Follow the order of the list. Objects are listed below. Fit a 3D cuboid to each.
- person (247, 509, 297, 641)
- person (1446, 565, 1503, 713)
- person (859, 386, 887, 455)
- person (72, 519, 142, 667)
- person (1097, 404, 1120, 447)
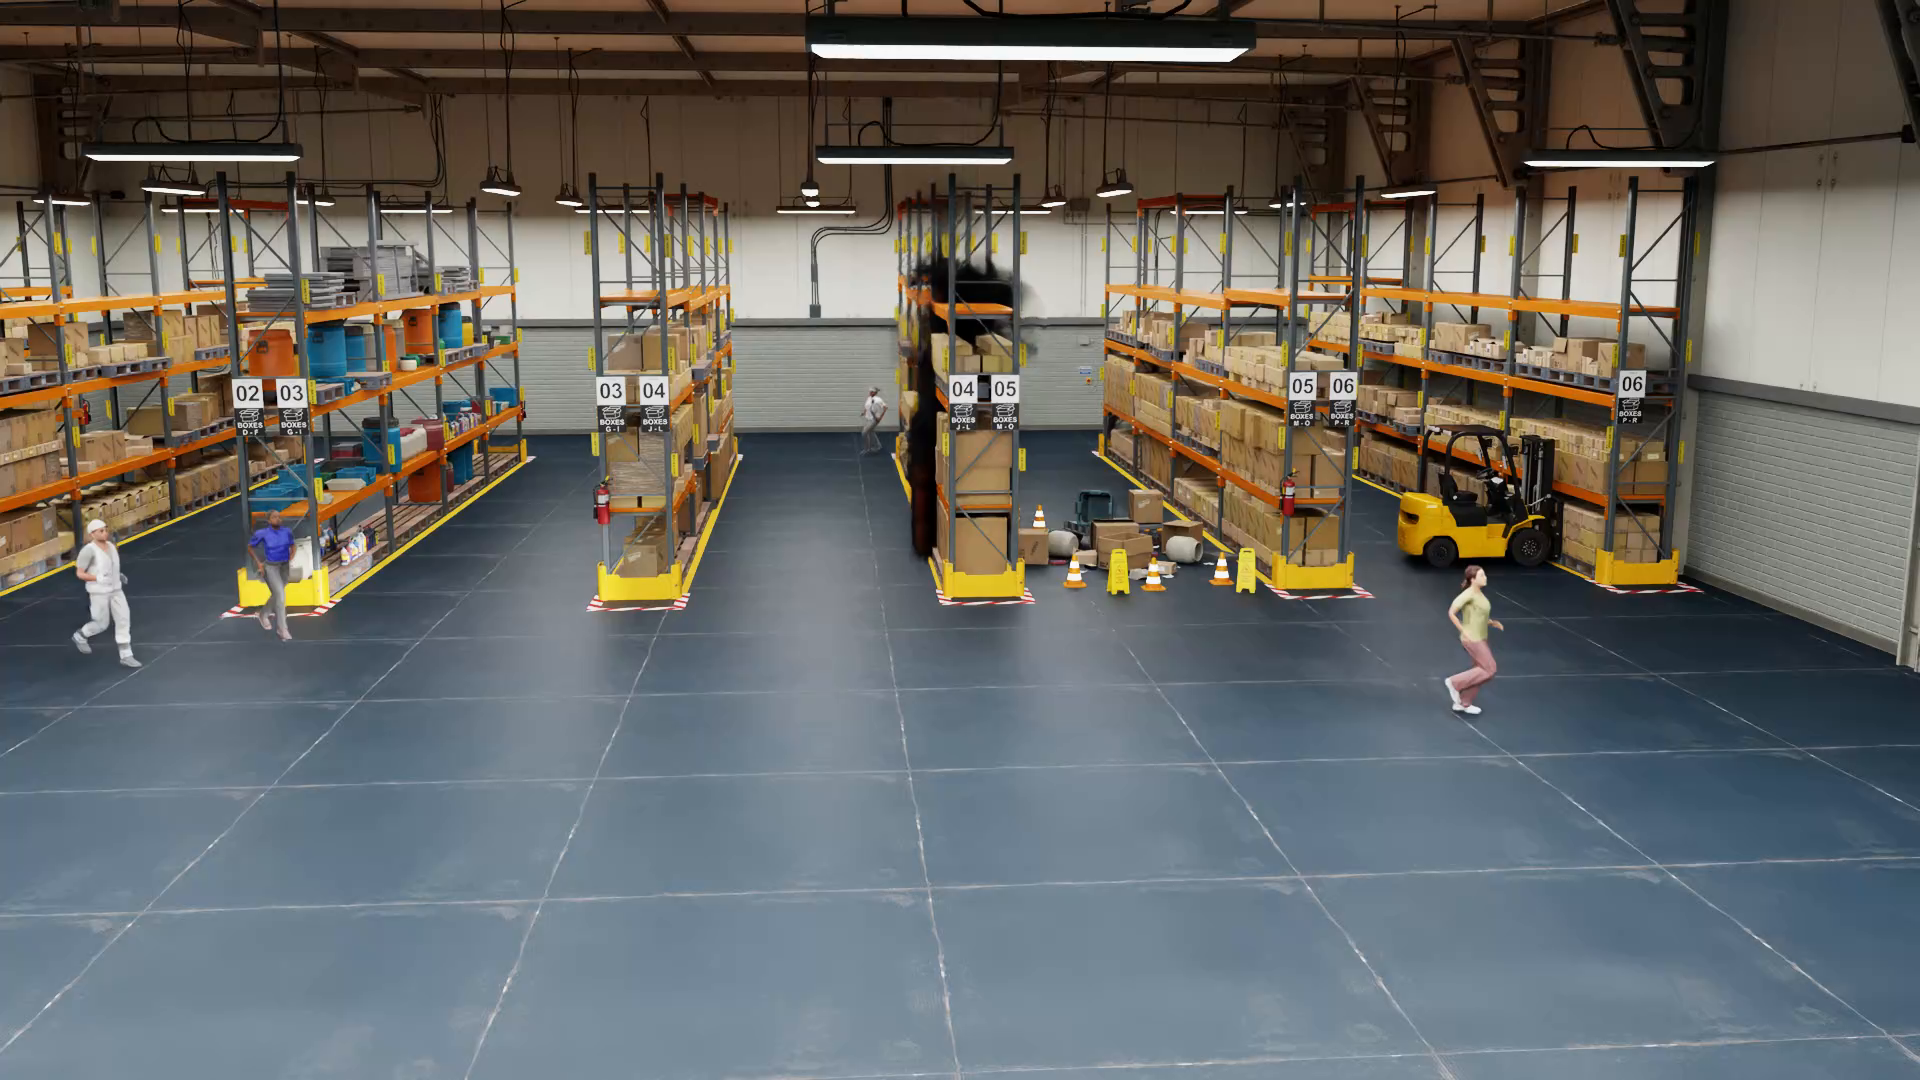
[{"bbox_3d":[-8.874,0.435,21.557,0.787,1.690,0.581,6,12,32],"label":"person"},{"bbox_3d":[5.563,1.074,17.938,0.540,1.627,0.575,7,12,34],"label":"person"},{"bbox_3d":[-2.111,-2.910,40.454,0.680,1.713,0.669,-7,12,-33],"label":"person"},{"bbox_3d":[-10.302,0.635,19.994,0.956,1.789,0.656,4,11,19],"label":"person"},{"bbox_3d":[3.870,-3.106,41.573,0.781,1.655,0.720,0,10,-2],"label":"person"}]
